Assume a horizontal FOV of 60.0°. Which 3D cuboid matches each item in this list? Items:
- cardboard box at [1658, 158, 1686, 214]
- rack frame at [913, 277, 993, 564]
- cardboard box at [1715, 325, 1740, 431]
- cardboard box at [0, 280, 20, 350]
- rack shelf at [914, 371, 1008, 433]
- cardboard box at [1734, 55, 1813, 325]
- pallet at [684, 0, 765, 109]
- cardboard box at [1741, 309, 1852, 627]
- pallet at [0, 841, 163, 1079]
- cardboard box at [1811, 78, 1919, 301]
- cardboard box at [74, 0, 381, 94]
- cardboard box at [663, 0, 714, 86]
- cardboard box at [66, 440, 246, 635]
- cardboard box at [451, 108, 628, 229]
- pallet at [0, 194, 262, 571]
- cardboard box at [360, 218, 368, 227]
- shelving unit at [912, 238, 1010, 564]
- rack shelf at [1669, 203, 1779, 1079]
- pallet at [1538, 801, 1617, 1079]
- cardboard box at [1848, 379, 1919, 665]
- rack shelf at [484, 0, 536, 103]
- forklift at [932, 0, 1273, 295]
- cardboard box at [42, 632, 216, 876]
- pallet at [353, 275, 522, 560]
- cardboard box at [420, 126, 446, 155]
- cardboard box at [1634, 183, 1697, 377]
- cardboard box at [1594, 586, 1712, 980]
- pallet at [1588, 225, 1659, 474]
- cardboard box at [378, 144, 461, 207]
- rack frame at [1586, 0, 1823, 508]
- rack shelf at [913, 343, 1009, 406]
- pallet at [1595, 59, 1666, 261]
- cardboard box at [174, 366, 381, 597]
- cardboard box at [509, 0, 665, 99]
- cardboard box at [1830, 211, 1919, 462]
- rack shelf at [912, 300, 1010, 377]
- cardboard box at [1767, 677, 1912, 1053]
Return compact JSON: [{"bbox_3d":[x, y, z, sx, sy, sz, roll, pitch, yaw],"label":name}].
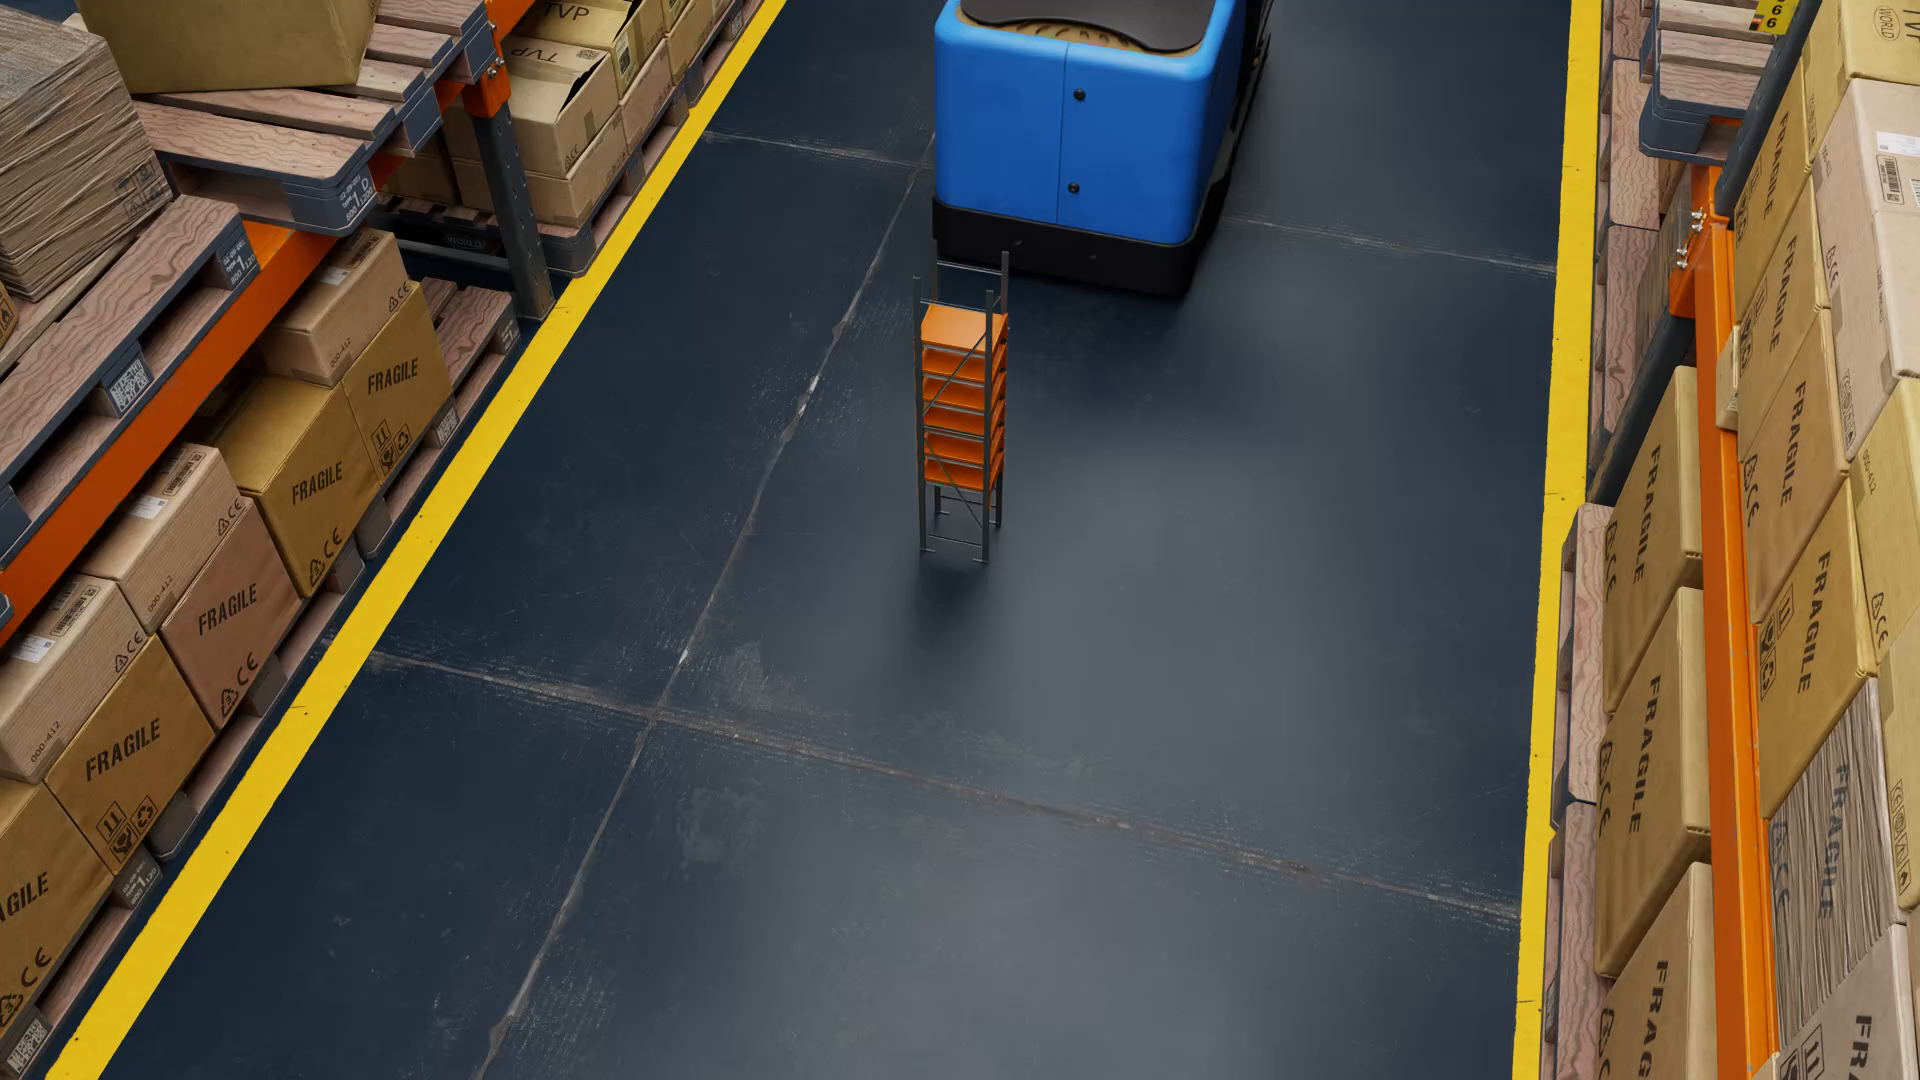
[{"bbox_3d":[3.176,-1.571,6.510,0.700,0.500,0.500,11,50,10],"label":"cardboard box"},{"bbox_3d":[-0.020,-0.341,5.251,0.240,1.200,0.006,12,50,10],"label":"rack frame"},{"bbox_3d":[2.149,-0.382,4.241,0.380,0.149,0.250,13,50,11],"label":"cardboard box"},{"bbox_3d":[-2.742,-0.551,3.889,0.700,0.500,0.500,0,49,0],"label":"cardboard box"},{"bbox_3d":[0.004,-0.458,5.253,0.258,0.103,0.180,12,50,10],"label":"rack shelf"},{"bbox_3d":[2.310,-0.844,4.216,0.500,0.500,0.500,13,50,11],"label":"cardboard box"},{"bbox_3d":[-1.517,-2.527,7.839,1.003,0.211,1.213,12,50,10],"label":"pallet"},{"bbox_3d":[2.032,-0.109,3.567,0.500,0.500,0.500,11,50,10],"label":"cardboard box"},{"bbox_3d":[-2.970,1.238,4.516,1.003,0.211,1.213,12,50,10],"label":"pallet"},{"bbox_3d":[2.176,-0.727,3.612,0.500,0.250,0.500,11,49,10],"label":"cardboard box"},{"bbox_3d":[-2.152,-1.676,4.882,0.700,0.500,0.500,-3,49,-3],"label":"cardboard box"},{"bbox_3d":[-1.411,-2.273,7.309,0.500,0.250,0.500,10,49,9],"label":"cardboard box"},{"bbox_3d":[-2.391,-0.043,4.661,0.500,0.250,0.500,11,49,9],"label":"cardboard box"},{"bbox_3d":[-1.674,-1.532,6.655,0.500,0.250,0.500,11,50,10],"label":"cardboard box"},{"bbox_3d":[-2.602,-0.511,4.328,1.003,0.211,1.213,12,50,10],"label":"pallet"},{"bbox_3d":[-2.490,-1.028,6.030,0.500,0.500,0.500,13,50,12],"label":"cardboard box"},{"bbox_3d":[0.004,-0.408,5.309,0.258,1.200,0.189,12,50,10],"label":"shelving unit"},{"bbox_3d":[2.159,0.678,3.631,1.077,0.370,4.000,12,50,10],"label":"rack shelf"},{"bbox_3d":[2.082,1.351,4.417,1.003,0.211,1.213,12,50,10],"label":"pallet"},{"bbox_3d":[1.920,0.006,2.966,0.500,0.250,0.500,11,49,9],"label":"cardboard box"},{"bbox_3d":[-1.568,-3.191,7.045,1.077,0.370,4.000,12,50,10],"label":"rack shelf"},{"bbox_3d":[0.793,-3.059,6.495,1.130,2.935,3.031,12,50,11],"label":"forklift"},{"bbox_3d":[-2.517,0.543,4.644,0.500,0.500,0.500,12,50,10],"label":"cardboard box"},{"bbox_3d":[-2.328,-0.527,6.074,1.003,0.211,1.213,12,50,10],"label":"pallet"},{"bbox_3d":[-2.195,-1.824,6.539,0.500,0.311,0.500,13,50,11],"label":"cardboard box"},{"bbox_3d":[2.824,-0.857,5.879,0.700,0.500,0.500,12,50,11],"label":"cardboard box"},{"bbox_3d":[2.128,0.704,4.282,0.750,0.750,0.750,11,50,10],"label":"cardboard box"},{"bbox_3d":[2.892,-0.649,6.182,1.003,0.211,1.213,12,50,10],"label":"pallet"},{"bbox_3d":[-2.192,-1.640,6.750,0.500,0.250,0.500,13,50,11],"label":"cardboard box"},{"bbox_3d":[2.685,-1.007,4.638,1.000,3.000,0.127,12,50,10],"label":"rack frame"},{"bbox_3d":[0.004,-0.537,5.163,0.258,0.103,0.180,12,50,10],"label":"rack shelf"},{"bbox_3d":[3.215,-1.529,6.959,1.003,0.211,1.213,12,50,10],"label":"pallet"},{"bbox_3d":[-2.251,-0.203,5.303,0.500,0.500,0.500,10,49,9],"label":"cardboard box"},{"bbox_3d":[-1.544,-2.099,6.782,0.500,0.311,0.500,10,49,9],"label":"cardboard box"},{"bbox_3d":[2.048,-0.365,3.292,0.500,0.250,0.500,12,50,10],"label":"cardboard box"},{"bbox_3d":[0.004,-0.616,5.073,0.258,0.103,0.180,12,50,10],"label":"rack shelf"},{"bbox_3d":[1.776,0.632,2.913,0.500,0.500,0.500,12,50,10],"label":"cardboard box"}]
